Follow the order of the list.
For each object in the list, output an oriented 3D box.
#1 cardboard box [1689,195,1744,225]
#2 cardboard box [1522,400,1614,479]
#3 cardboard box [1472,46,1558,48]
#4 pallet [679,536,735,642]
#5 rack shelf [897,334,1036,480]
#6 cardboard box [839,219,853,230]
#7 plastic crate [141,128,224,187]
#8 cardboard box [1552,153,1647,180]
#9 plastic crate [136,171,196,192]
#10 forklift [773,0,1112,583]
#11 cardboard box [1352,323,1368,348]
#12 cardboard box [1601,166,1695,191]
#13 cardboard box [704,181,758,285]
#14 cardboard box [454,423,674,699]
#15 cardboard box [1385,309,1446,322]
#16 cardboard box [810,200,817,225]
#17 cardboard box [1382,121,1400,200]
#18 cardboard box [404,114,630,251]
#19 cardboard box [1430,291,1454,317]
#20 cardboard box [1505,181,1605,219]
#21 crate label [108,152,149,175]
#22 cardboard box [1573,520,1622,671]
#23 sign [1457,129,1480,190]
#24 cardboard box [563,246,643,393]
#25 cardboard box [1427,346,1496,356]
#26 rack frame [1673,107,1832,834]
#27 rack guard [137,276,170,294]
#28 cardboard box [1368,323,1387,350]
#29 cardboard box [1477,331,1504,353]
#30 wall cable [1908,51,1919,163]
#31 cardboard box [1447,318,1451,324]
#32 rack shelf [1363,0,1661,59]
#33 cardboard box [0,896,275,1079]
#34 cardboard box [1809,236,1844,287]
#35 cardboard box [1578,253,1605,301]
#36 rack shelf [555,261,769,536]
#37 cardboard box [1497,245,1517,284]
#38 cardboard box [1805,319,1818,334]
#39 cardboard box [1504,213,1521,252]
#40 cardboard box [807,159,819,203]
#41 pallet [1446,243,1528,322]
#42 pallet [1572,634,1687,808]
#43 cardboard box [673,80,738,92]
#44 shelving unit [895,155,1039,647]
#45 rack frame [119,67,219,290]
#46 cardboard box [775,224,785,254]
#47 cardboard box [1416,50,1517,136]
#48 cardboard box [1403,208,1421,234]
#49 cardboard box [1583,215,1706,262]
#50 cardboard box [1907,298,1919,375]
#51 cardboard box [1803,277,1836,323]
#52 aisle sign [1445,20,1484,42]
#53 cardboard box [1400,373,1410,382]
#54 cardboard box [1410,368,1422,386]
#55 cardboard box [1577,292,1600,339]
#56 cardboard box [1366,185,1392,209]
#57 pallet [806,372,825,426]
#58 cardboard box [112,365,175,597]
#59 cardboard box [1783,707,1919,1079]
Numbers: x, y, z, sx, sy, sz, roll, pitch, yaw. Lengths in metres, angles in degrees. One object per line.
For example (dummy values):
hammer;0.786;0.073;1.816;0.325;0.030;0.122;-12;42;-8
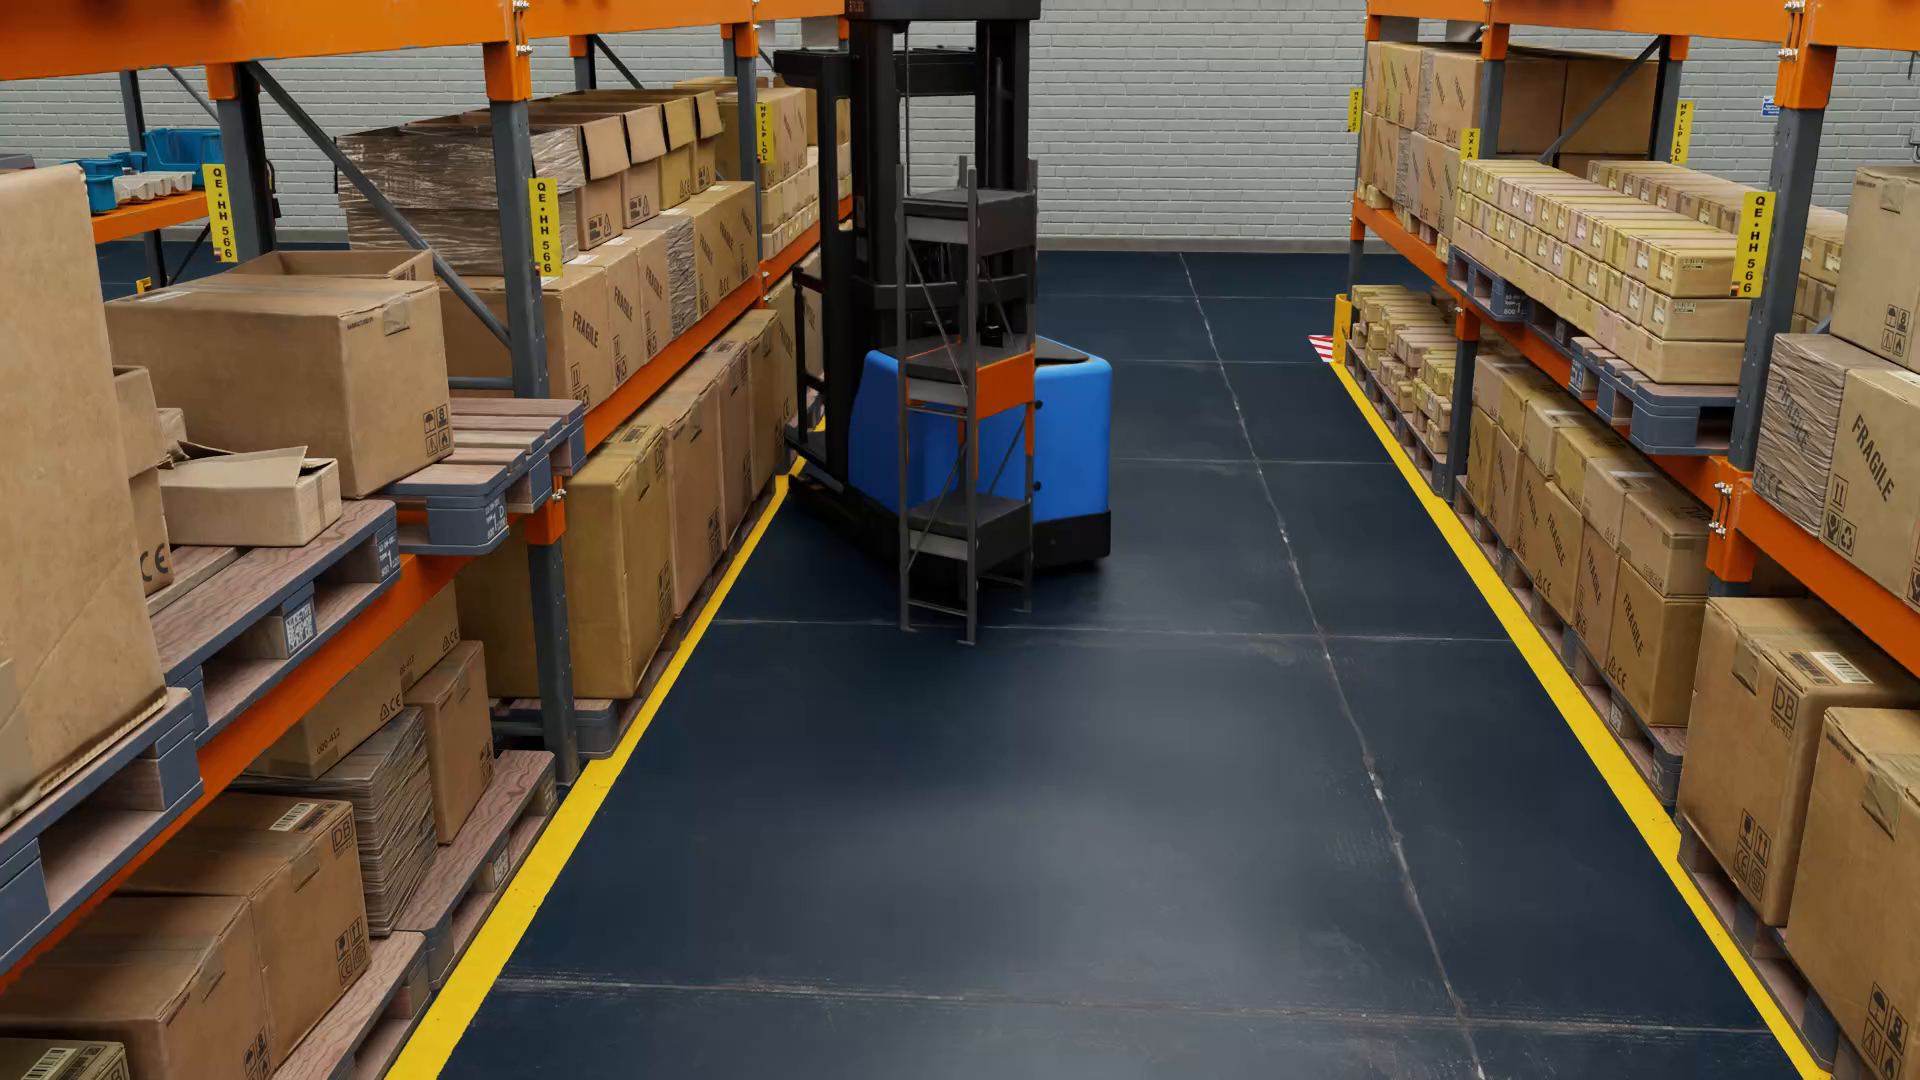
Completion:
cardboard box;3.353;-1.384;7.103;0.380;0.149;0.250;1;18;3
cardboard box;2.906;-0.459;7.643;0.500;0.250;0.500;2;18;6
cardboard box;3.736;-3.078;11.255;0.500;0.500;0.500;2;18;7
pallet;-1.706;0.166;8.078;1.003;0.211;1.213;1;18;4
rack shelf;0.033;-0.604;7.439;0.431;0.518;0.480;12;21;32
cardboard box;-1.320;-2.012;12.984;0.875;0.875;0.875;1;18;4
plastic crate;-6.132;-3.071;13.323;0.616;0.435;0.499;1;18;4
cardboard box;3.586;-1.975;9.496;0.500;0.500;0.500;1;18;3
plastic crate;-6.173;-2.779;12.915;0.396;0.136;0.243;1;18;4
forklift;-0.331;-1.598;9.092;1.130;2.935;3.031;-9;20;-24
cardboard box;3.229;-1.570;12.801;0.380;0.149;0.250;2;18;5
cardboard box;3.446;-1.789;8.338;0.380;0.149;0.250;1;18;2
cardboard box;-1.402;-1.677;9.062;0.500;0.500;0.500;1;18;4
cardboard box;-1.858;0.058;6.666;1.225;0.875;0.875;0;18;1
cardboard box;3.199;-1.525;11.707;0.380;0.149;0.250;2;18;6
cardboard box;-1.178;-2.230;11.314;0.380;0.149;0.250;1;18;2
cardboard box;3.217;-2.618;11.456;0.500;0.500;0.500;2;18;5
cardboard box;-1.810;-1.491;6.886;0.797;0.503;0.637;2;18;5
cardboard box;3.725;-1.761;12.430;0.380;0.149;0.250;2;18;5
cardboard box;2.739;-1.566;7.658;0.380;0.149;0.250;1;18;3
crate label;-6.641;-3.013;13.474;0.416;0.233;0.303;1;18;4
cardboard box;2.839;0.221;6.772;0.500;0.500;0.500;2;18;6
sign;2.757;-2.060;9.001;0.100;0.325;0.005;1;18;4
cardboard box;-1.587;-0.891;6.664;0.500;0.500;0.500;1;18;2
cardboard box;3.151;-1.119;10.469;0.380;0.149;0.250;2;18;6
rack frame;3.012;-0.396;5.315;1.000;3.000;0.127;1;18;4
rack guard;-6.306;-1.953;14.081;1.175;0.500;0.348;1;18;4
cardboard box;3.160;-1.471;12.021;0.380;0.149;0.250;2;18;6
cardboard box;3.611;-1.277;10.953;0.380;0.149;0.250;1;18;2
wall cable;10.326;-5.008;17.758;0.588;1.984;0.122;1;18;4
cardboard box;3.797;-1.535;12.217;0.380;0.149;0.250;1;18;2
rack shelf;3.442;-3.343;10.647;1.077;0.370;4.000;1;18;4
cardboard box;-2.057;1.171;3.839;0.700;0.500;0.500;0;18;-1
cardboard box;3.255;-0.982;5.875;0.380;0.149;0.250;1;18;2
cardboard box;2.645;-1.024;6.481;0.380;0.149;0.250;1;18;4
rack shelf;-1.785;-0.818;7.756;1.077;0.370;4.000;1;18;4
cardboard box;2.739;-1.286;7.759;0.380;0.149;0.250;0;18;1
cardboard box;3.265;-0.694;5.953;0.380;0.149;0.250;2;18;7
cardboard box;2.742;-1.423;7.699;0.380;0.149;0.250;2;18;6
cardboard box;-1.231;-2.459;11.374;0.500;0.250;0.500;1;18;4
pallet;3.099;-1.313;8.421;1.003;0.211;1.213;1;18;4
pallet;3.070;0.686;6.489;1.003;0.211;1.213;1;18;4
cardboard box;-1.725;-2.990;11.789;0.500;0.500;0.500;1;18;2
shelving unit;0.033;-0.617;7.435;0.431;2.100;0.503;12;21;32
rack frame;-6.295;-3.133;13.668;1.000;3.000;0.127;1;18;4
cardboard box;-1.269;-1.827;10.085;0.380;0.149;0.250;1;18;2
cardboard box;3.145;-2.774;10.327;0.500;0.500;0.500;2;18;5
cardboard box;3.126;-2.100;10.919;0.380;0.149;0.250;2;18;5
cardboard box;2.644;-1.164;6.431;0.380;0.149;0.250;2;18;6
cardboard box;2.935;-0.622;4.239;0.700;0.500;0.500;1;18;3
cardboard box;3.264;-0.848;5.944;0.380;0.149;0.250;2;18;7
aisle sign;3.890;-4.132;12.541;0.394;0.787;0.004;1;18;4
cardboard box;3.147;-1.014;11.103;0.380;0.149;0.250;2;18;5
cardboard box;3.128;-1.053;10.745;0.380;0.149;0.250;2;18;5
cardboard box;2.648;-0.874;6.502;0.380;0.149;0.250;1;18;3
cardboard box;3.186;-2.506;12.156;0.380;0.149;0.250;1;18;2
pallet;-1.424;-1.070;11.849;1.003;0.211;1.213;1;18;4
cardboard box;-2.183;-0.085;3.525;0.797;0.503;0.637;3;18;10
cardboard box;2.819;0.932;4.200;1.050;0.750;0.750;2;18;5
